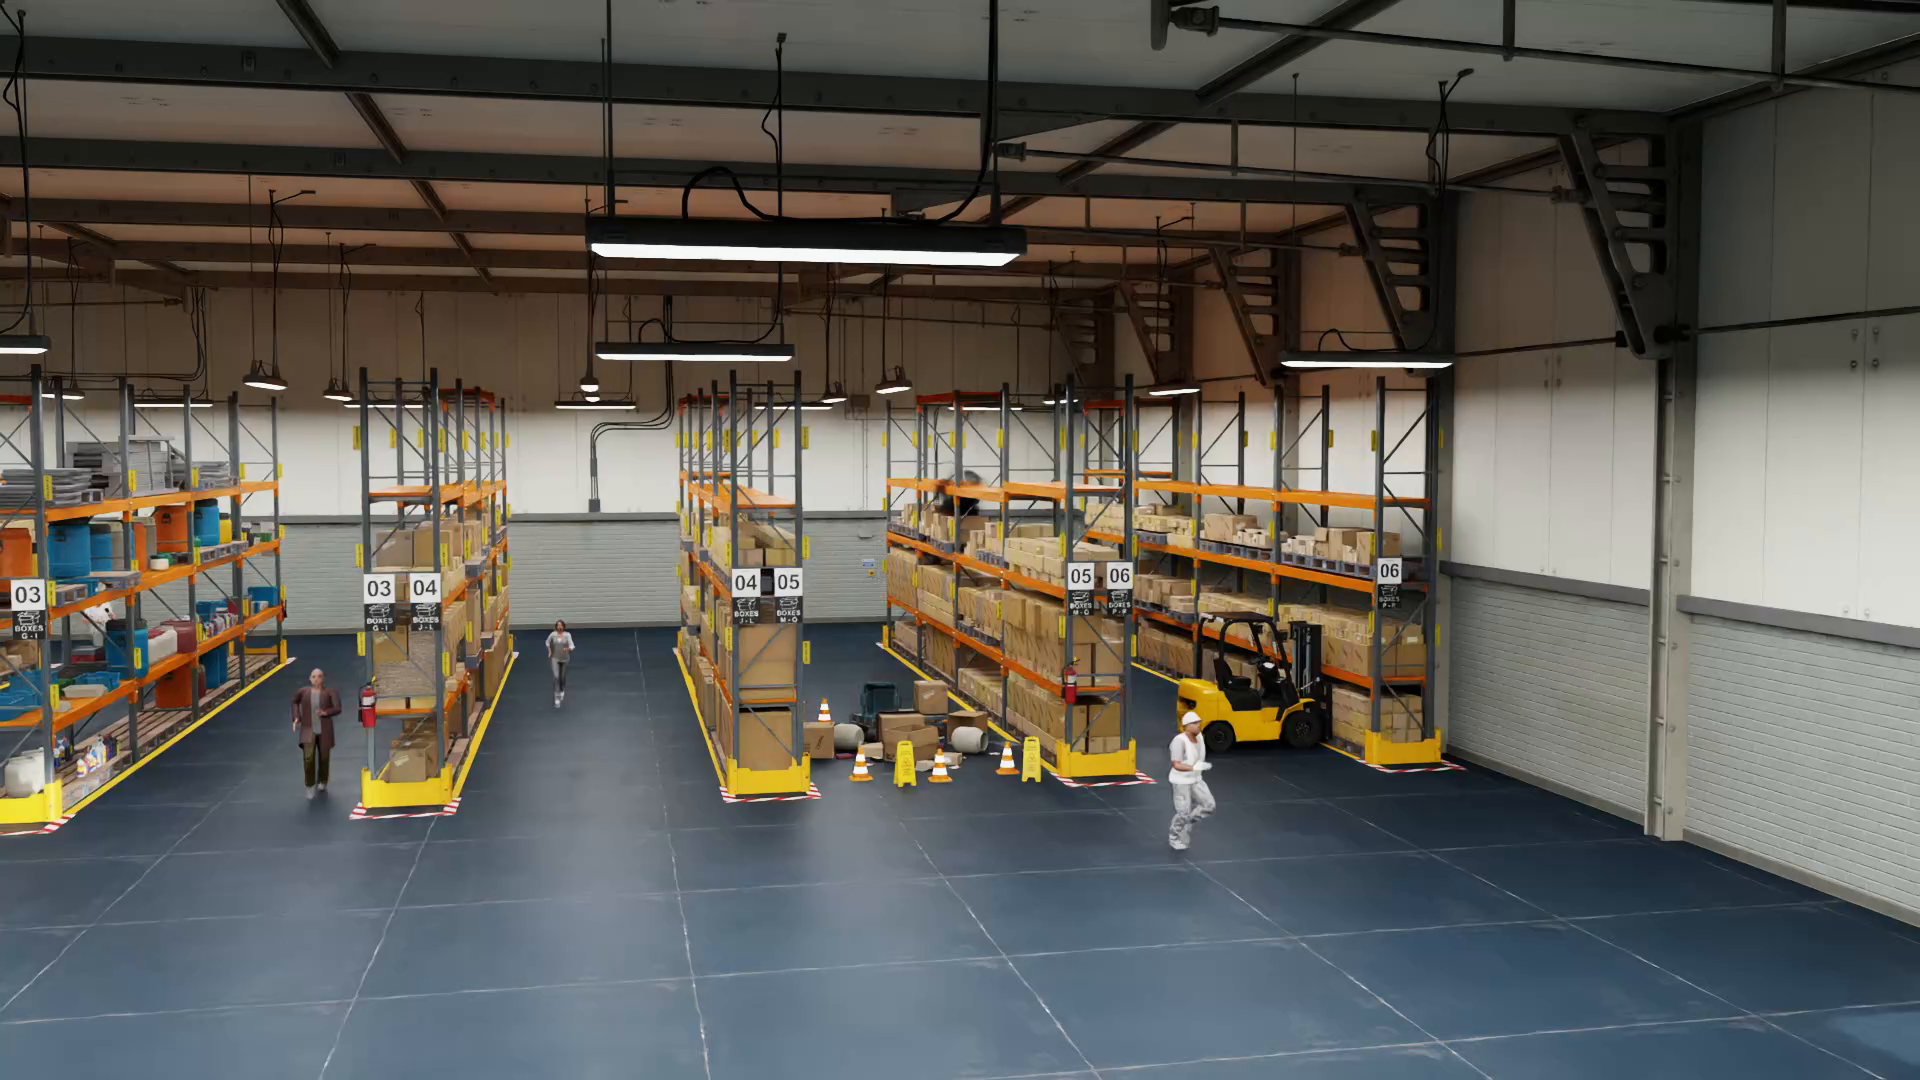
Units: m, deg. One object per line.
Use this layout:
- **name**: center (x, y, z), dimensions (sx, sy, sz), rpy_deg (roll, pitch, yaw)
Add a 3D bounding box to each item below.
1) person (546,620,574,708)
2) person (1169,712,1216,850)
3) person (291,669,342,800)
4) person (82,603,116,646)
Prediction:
- **person**: center (-7.582, 2.323, 31.543), dimensions (0.534, 1.612, 0.830), rpy_deg (-1, 4, -14)
- **person**: center (2.804, 2.922, 20.114), dimensions (0.722, 1.722, 0.723), rpy_deg (-3, 5, -44)
- **person**: center (-9.061, 2.723, 23.417), dimensions (0.663, 1.824, 0.808), rpy_deg (-1, 4, -21)
- **person**: center (-18.806, 2.002, 36.365), dimensions (0.694, 1.744, 0.808), rpy_deg (-3, 4, -39)
